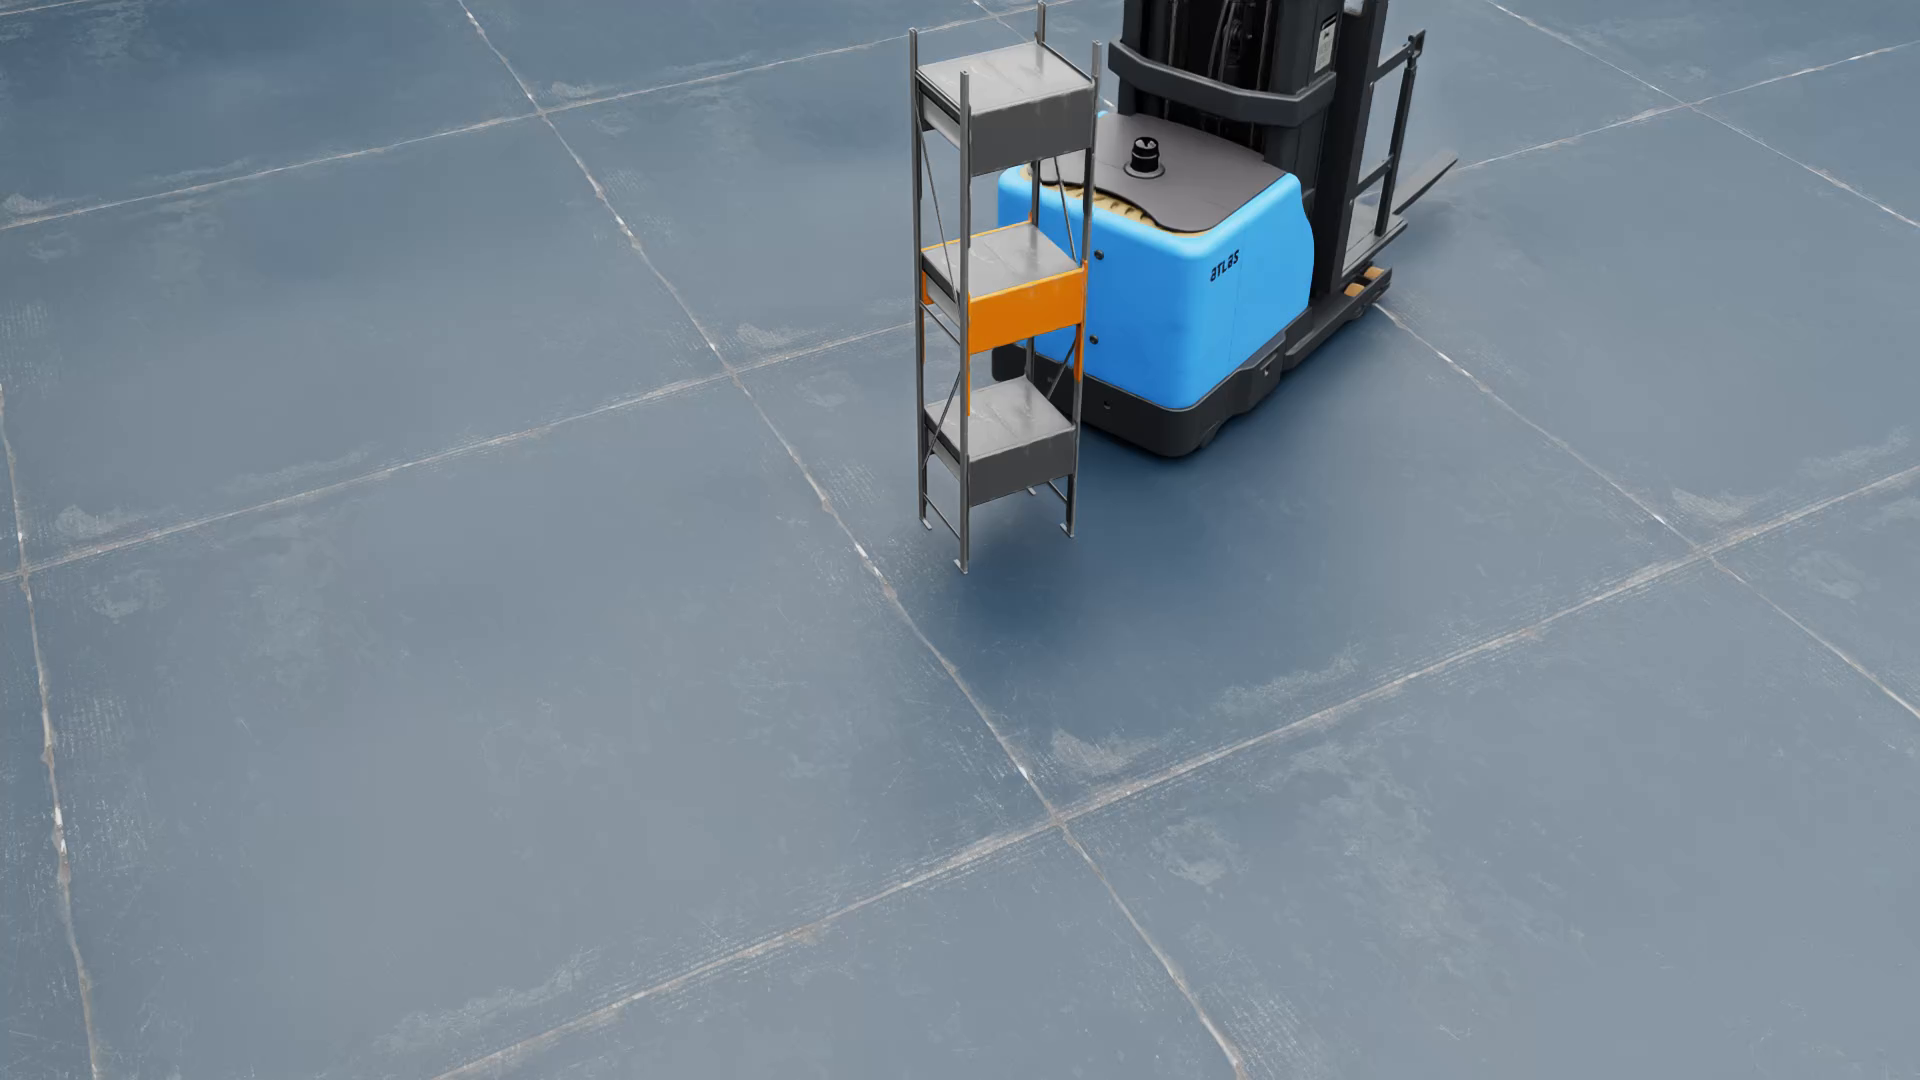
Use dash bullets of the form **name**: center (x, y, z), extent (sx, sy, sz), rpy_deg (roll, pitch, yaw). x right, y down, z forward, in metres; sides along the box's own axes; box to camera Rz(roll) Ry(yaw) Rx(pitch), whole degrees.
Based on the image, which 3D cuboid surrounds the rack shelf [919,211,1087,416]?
- **rack shelf**: center (0.147, -0.840, 6.139), extent (0.480, 0.518, 0.431), rpy_deg (-19, 44, -21)

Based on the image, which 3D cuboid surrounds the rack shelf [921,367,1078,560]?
- **rack shelf**: center (0.147, -0.306, 6.591), extent (0.480, 0.518, 0.431), rpy_deg (-19, 44, -21)

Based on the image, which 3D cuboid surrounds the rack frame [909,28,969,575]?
- **rack frame**: center (-0.070, -0.778, 6.044), extent (0.015, 2.100, 0.400), rpy_deg (-19, 44, -21)

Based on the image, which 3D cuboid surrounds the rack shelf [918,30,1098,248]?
- **rack shelf**: center (0.147, -1.375, 5.687), extent (0.480, 0.518, 0.431), rpy_deg (-19, 44, -21)

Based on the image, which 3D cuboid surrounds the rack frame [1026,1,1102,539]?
- **rack frame**: center (0.363, -0.924, 6.216), extent (0.015, 2.100, 0.400), rpy_deg (-19, 44, -21)

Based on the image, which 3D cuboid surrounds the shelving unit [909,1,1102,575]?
- **shelving unit**: center (0.147, -0.851, 6.130), extent (0.503, 2.100, 0.431), rpy_deg (-19, 44, -21)

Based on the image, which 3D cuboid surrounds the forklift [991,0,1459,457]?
- **forklift**: center (1.449, -2.366, 7.277), extent (1.130, 2.935, 3.031), rpy_deg (27, 47, 28)
